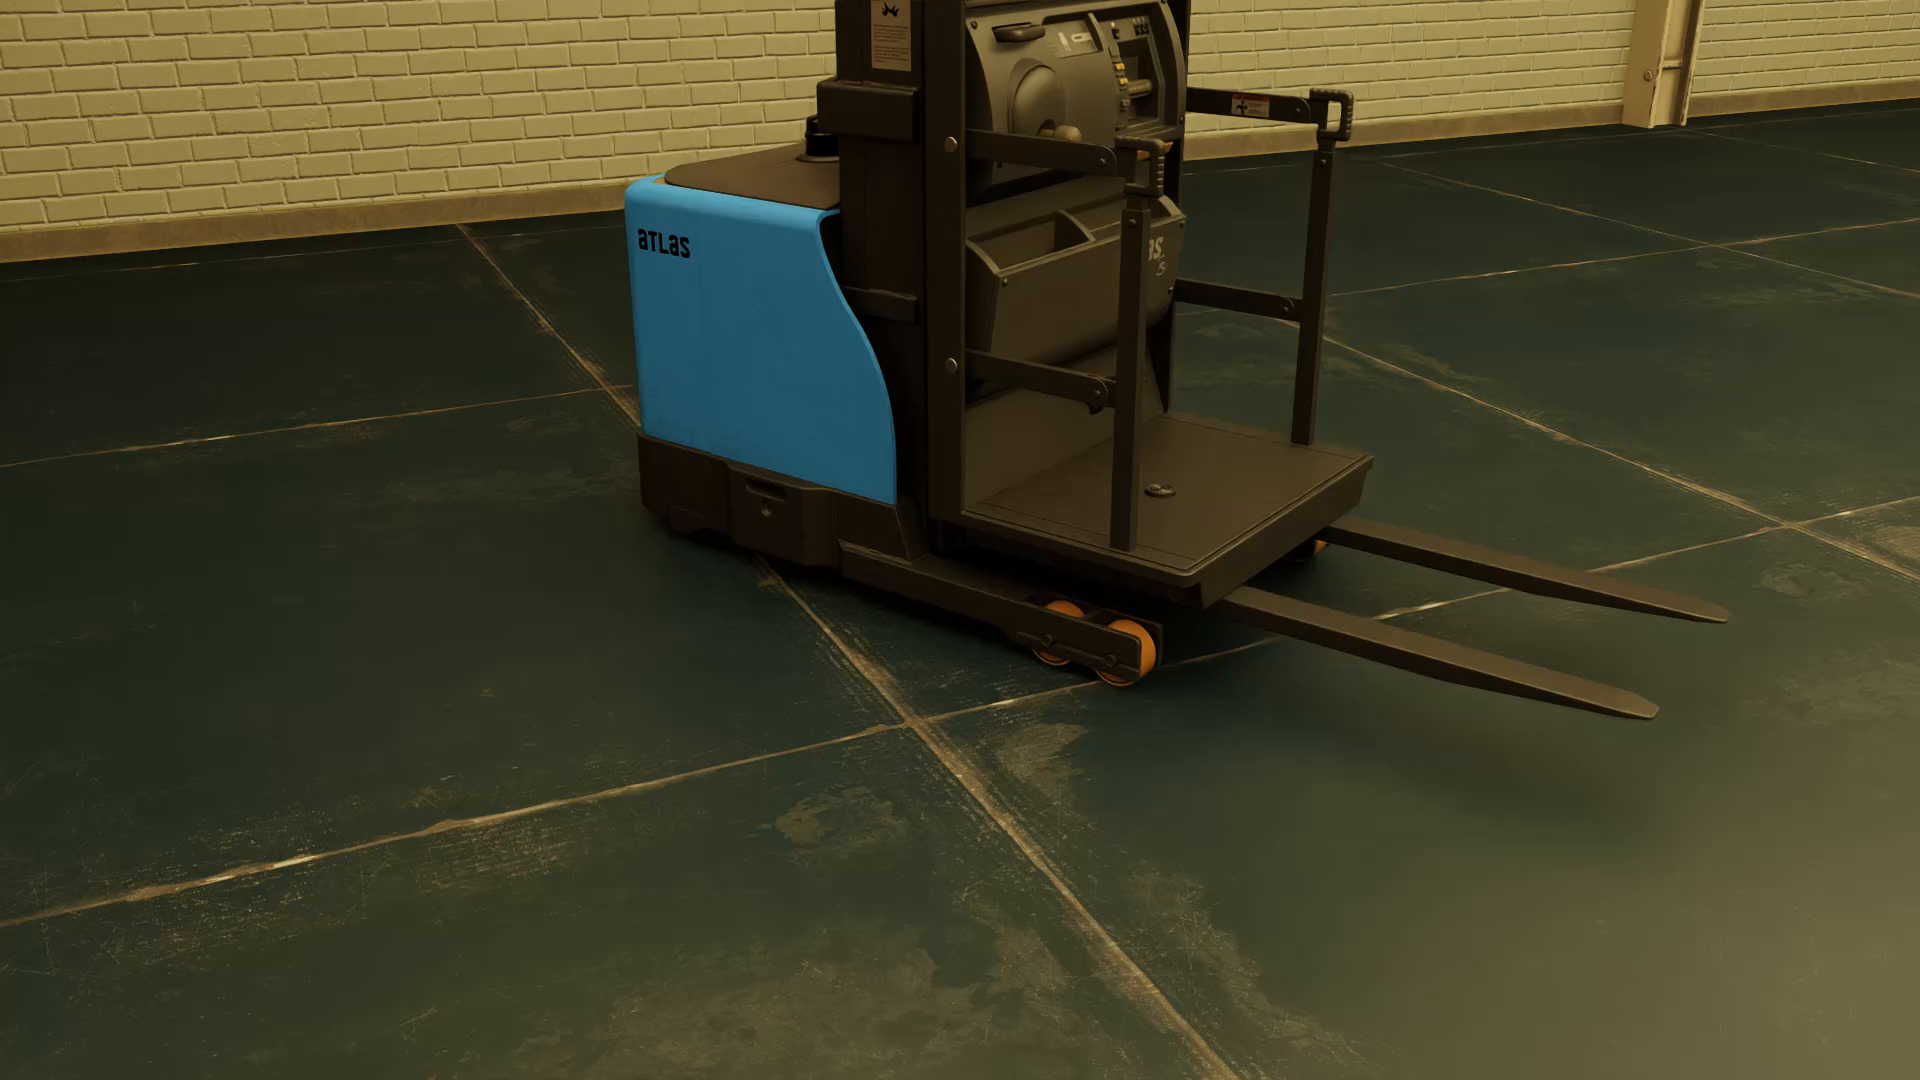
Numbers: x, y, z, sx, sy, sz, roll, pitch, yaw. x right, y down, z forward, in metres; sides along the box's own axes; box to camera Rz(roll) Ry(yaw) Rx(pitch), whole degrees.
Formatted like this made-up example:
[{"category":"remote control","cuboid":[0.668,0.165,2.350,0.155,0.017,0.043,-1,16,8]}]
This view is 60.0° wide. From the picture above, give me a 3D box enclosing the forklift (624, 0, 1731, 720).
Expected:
[{"category":"forklift","cuboid":[0.488,-1.213,4.206,3.031,2.935,1.130,16,27,34]}]
